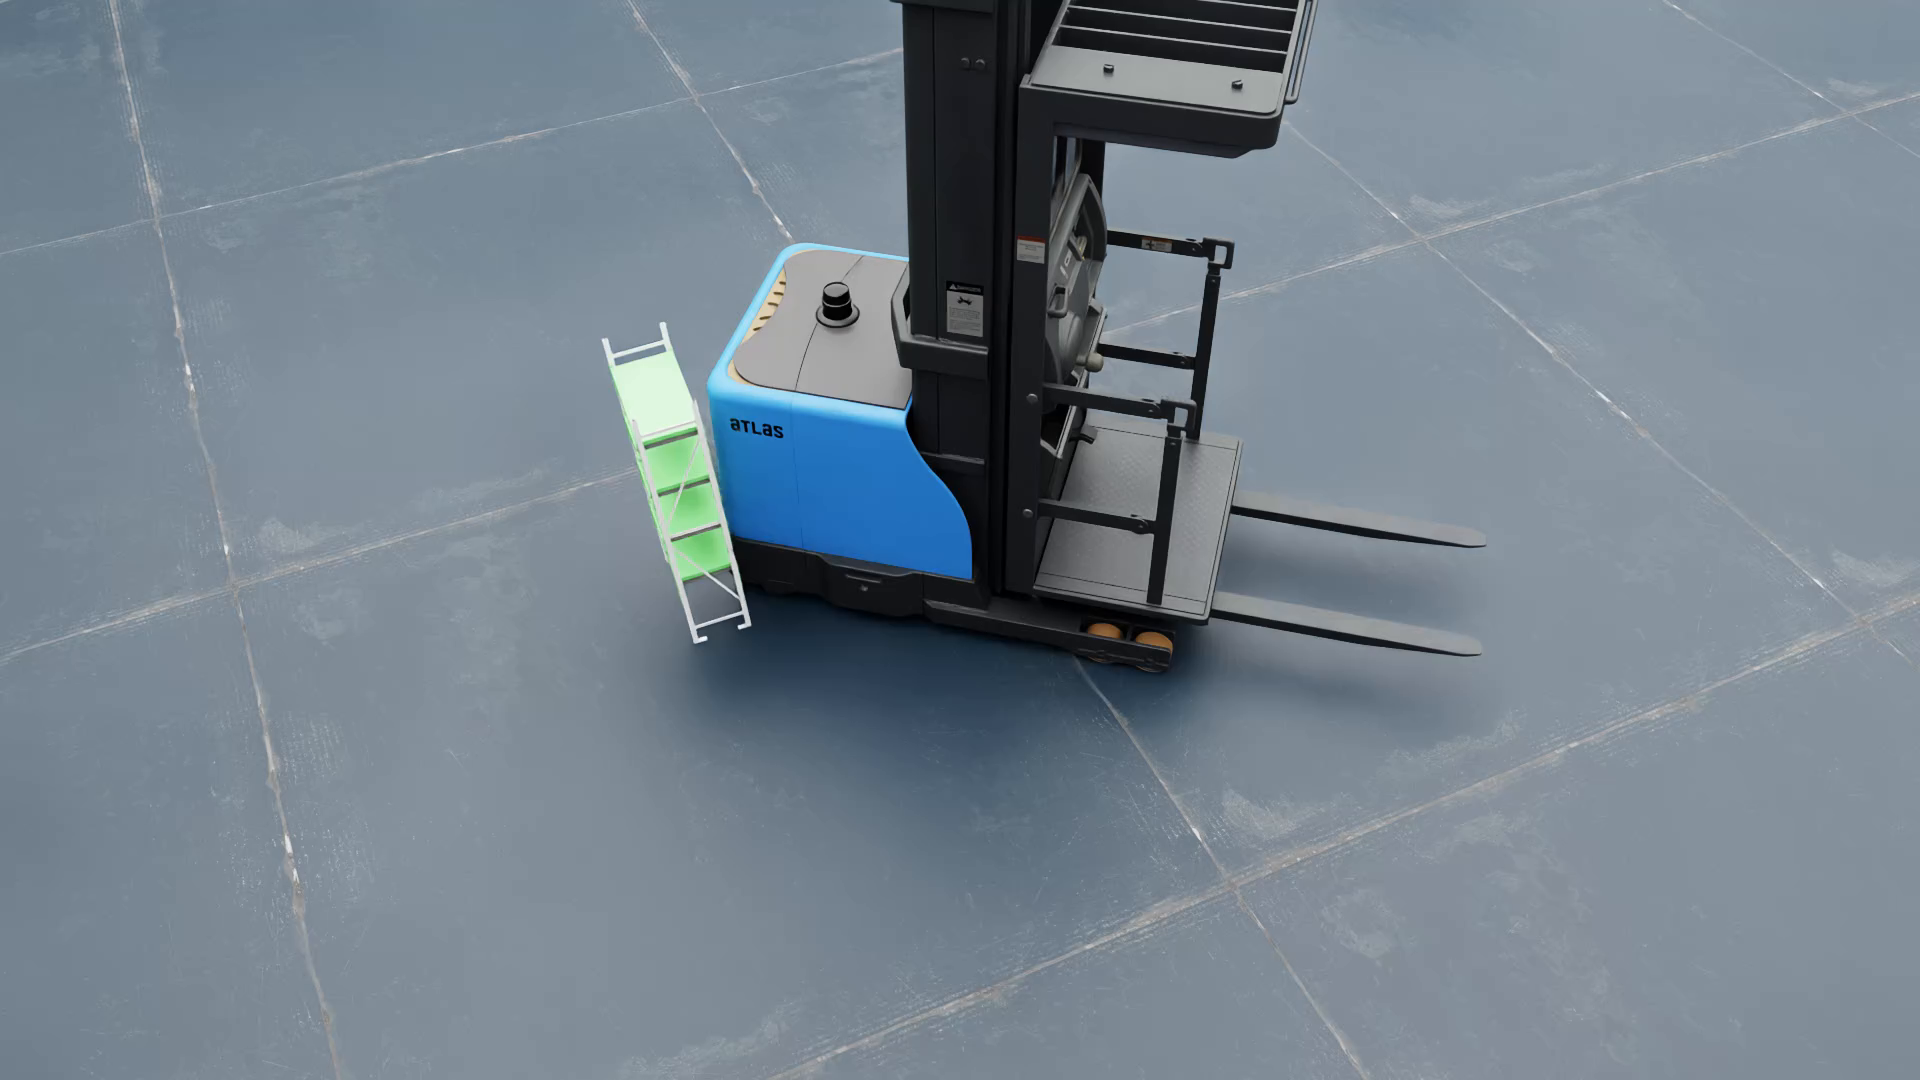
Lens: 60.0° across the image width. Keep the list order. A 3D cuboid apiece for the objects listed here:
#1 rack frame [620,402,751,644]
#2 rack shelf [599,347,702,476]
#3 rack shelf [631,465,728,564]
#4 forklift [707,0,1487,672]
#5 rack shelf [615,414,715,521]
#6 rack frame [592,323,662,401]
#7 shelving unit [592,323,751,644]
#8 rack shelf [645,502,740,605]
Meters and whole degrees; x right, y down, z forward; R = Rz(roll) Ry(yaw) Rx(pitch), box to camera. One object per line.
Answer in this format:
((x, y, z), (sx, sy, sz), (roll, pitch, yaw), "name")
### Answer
((-1.020, -0.035, 6.283), (0.240, 1.200, 0.015), (-19, 47, -10), "rack frame")
((-1.147, -0.480, 6.145), (0.258, 0.148, 0.480), (-19, 47, -10), "rack shelf")
((-1.098, -0.152, 6.492), (0.258, 0.148, 0.480), (-19, 47, -10), "rack shelf")
((0.609, -0.935, 5.979), (3.031, 2.935, 1.130), (10, 46, 10), "forklift")
((-1.122, -0.316, 6.318), (0.258, 0.148, 0.480), (-19, 47, -10), "rack shelf")
((-1.189, -0.356, 6.609), (0.240, 1.200, 0.015), (-19, 47, -10), "rack frame")
((-1.105, -0.196, 6.446), (0.258, 1.200, 0.503), (-19, 47, -10), "shelving unit")
((-1.074, 0.012, 6.666), (0.258, 0.148, 0.480), (-19, 47, -10), "rack shelf")
